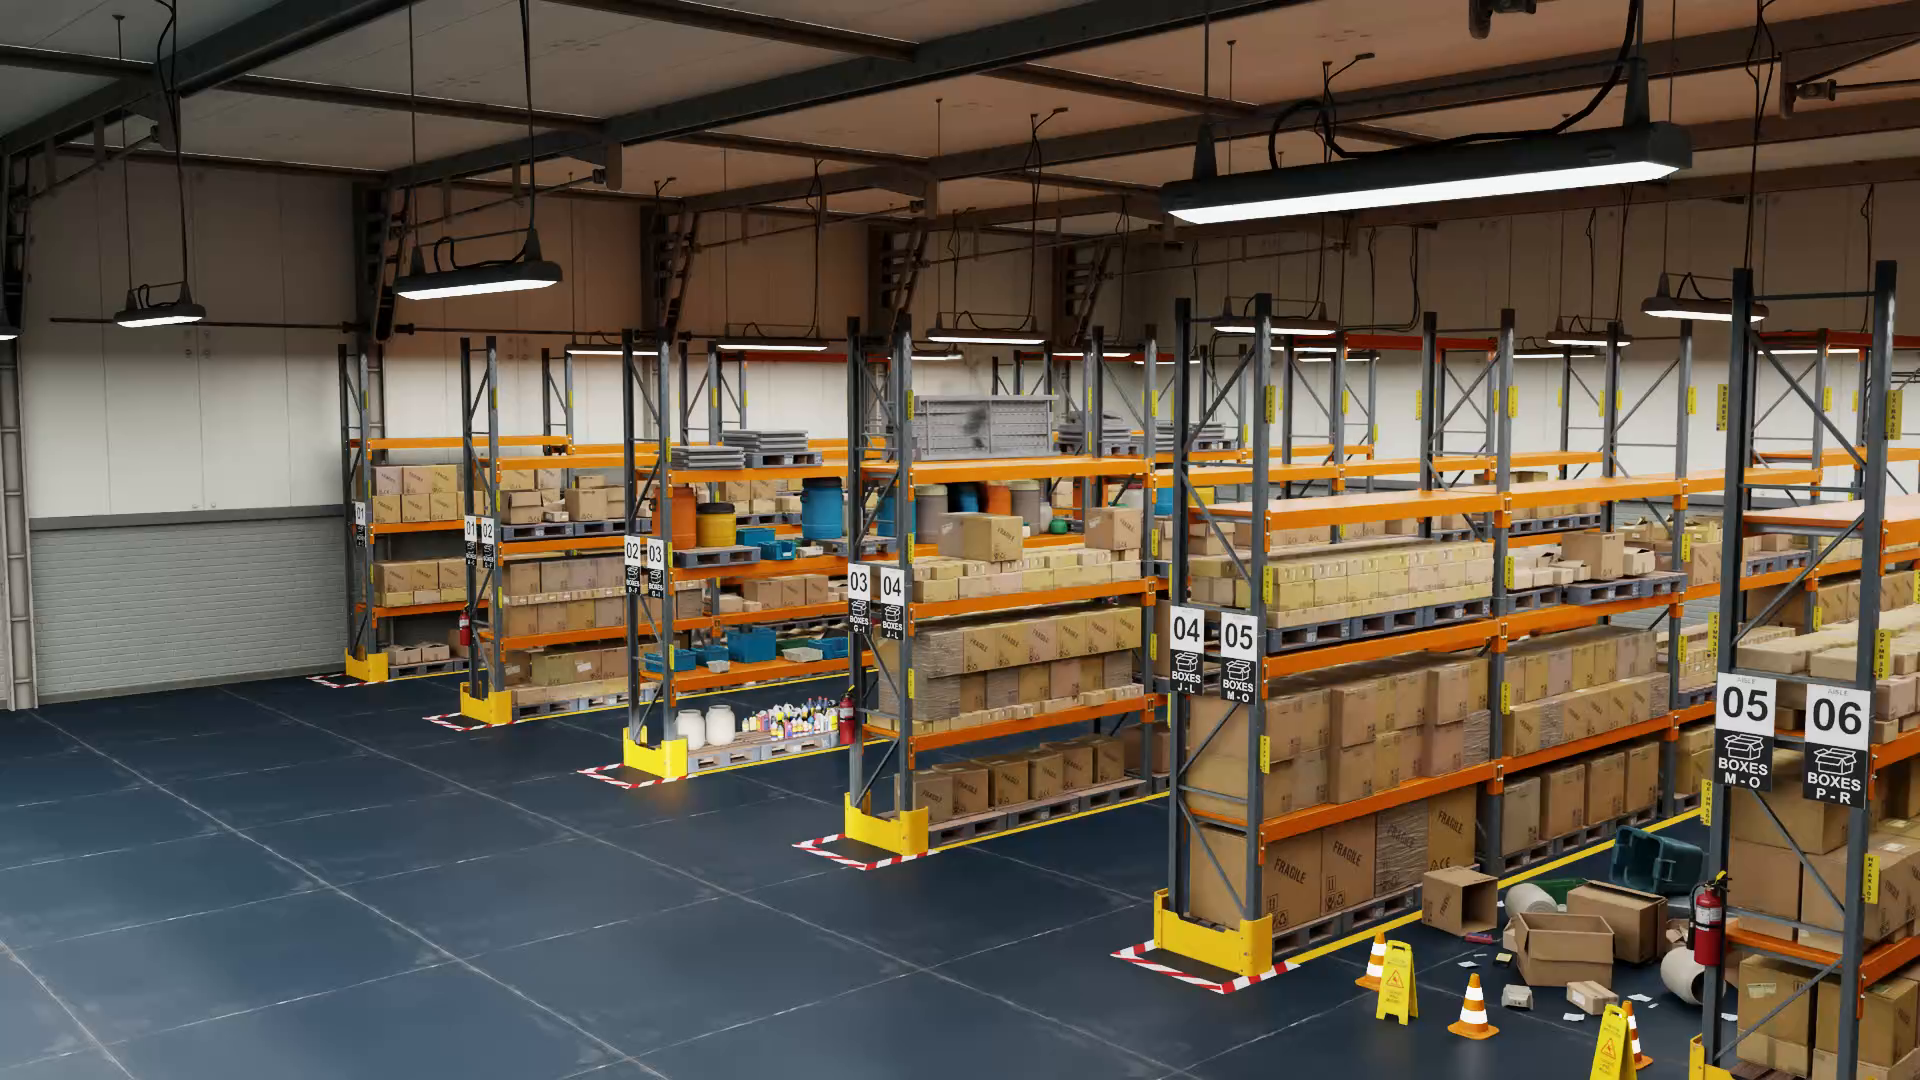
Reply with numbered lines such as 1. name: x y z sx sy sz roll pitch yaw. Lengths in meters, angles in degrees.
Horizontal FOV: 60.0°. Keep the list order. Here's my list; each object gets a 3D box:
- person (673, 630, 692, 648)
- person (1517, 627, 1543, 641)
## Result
1. person: -5.122 1.595 30.590 0.798 1.658 0.709 -5 7 -42
2. person: 8.536 2.040 24.764 0.695 1.771 0.962 4 7 39
